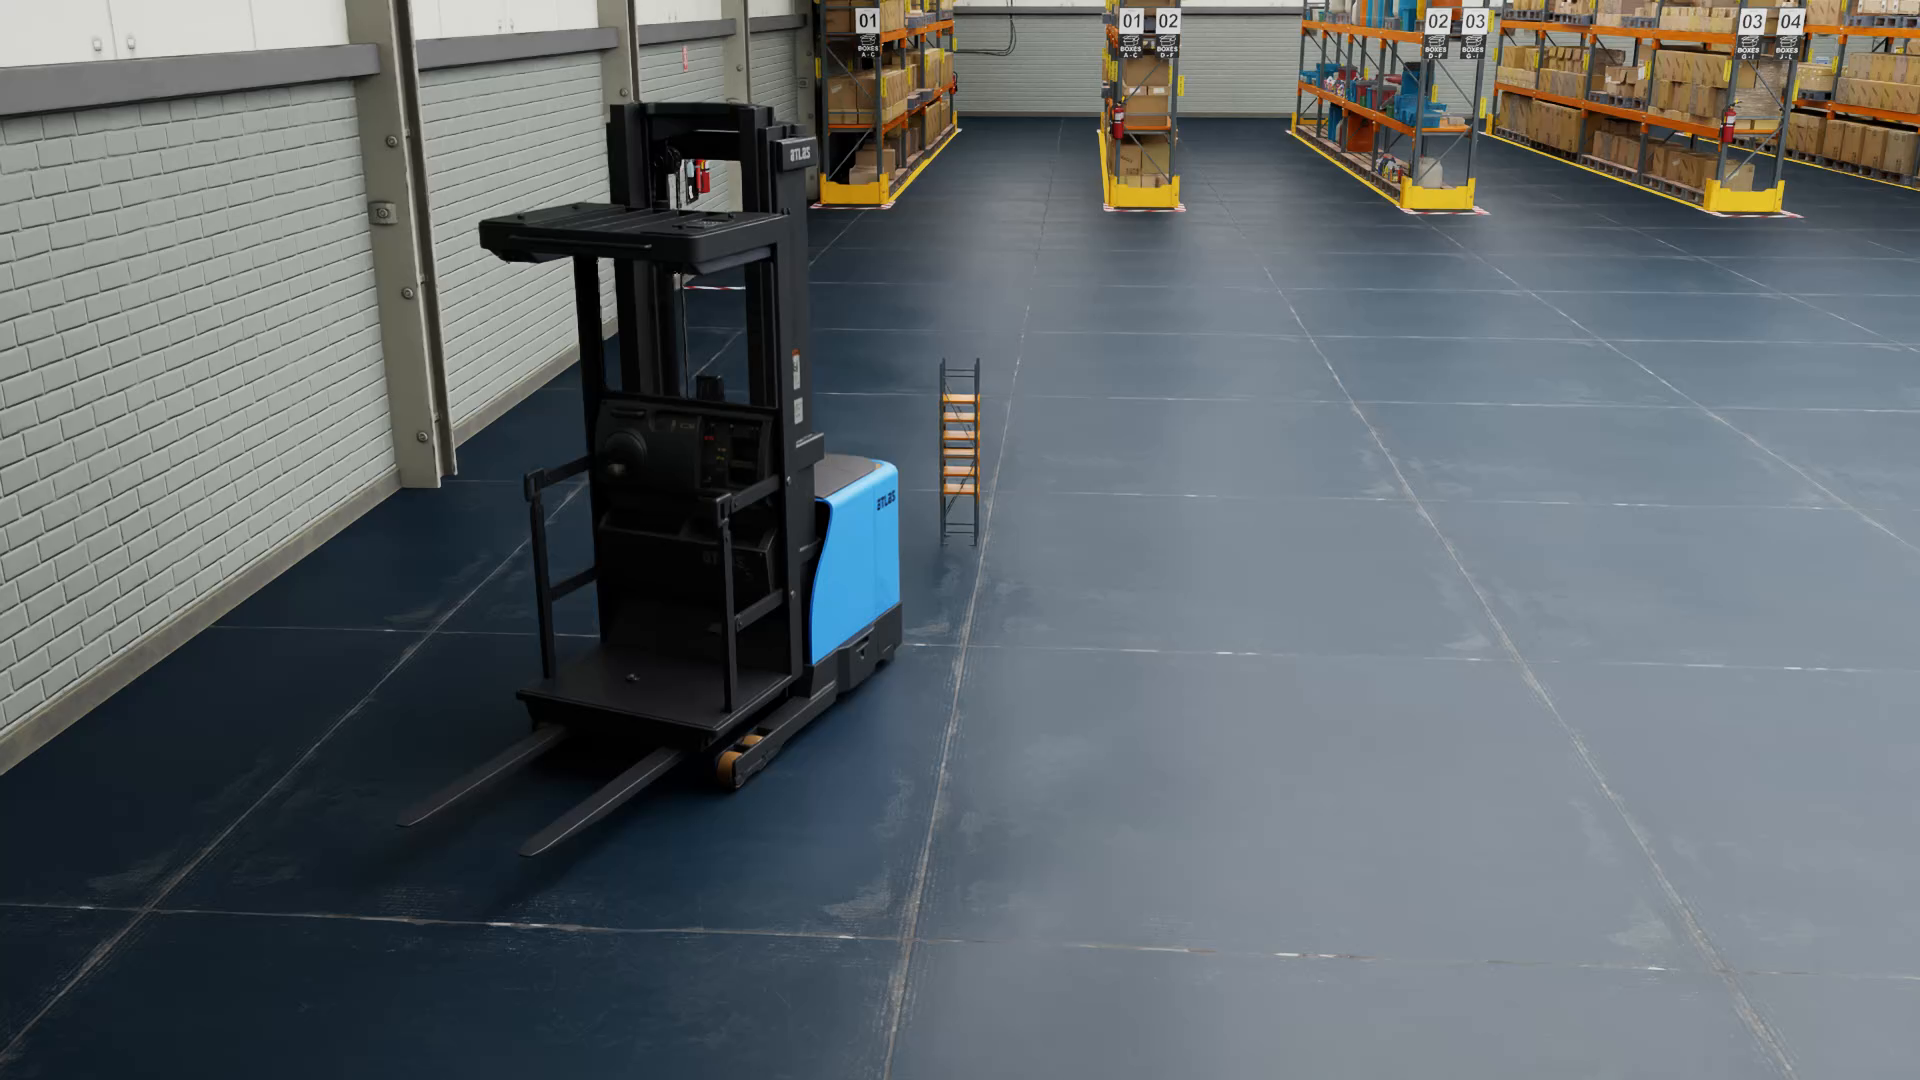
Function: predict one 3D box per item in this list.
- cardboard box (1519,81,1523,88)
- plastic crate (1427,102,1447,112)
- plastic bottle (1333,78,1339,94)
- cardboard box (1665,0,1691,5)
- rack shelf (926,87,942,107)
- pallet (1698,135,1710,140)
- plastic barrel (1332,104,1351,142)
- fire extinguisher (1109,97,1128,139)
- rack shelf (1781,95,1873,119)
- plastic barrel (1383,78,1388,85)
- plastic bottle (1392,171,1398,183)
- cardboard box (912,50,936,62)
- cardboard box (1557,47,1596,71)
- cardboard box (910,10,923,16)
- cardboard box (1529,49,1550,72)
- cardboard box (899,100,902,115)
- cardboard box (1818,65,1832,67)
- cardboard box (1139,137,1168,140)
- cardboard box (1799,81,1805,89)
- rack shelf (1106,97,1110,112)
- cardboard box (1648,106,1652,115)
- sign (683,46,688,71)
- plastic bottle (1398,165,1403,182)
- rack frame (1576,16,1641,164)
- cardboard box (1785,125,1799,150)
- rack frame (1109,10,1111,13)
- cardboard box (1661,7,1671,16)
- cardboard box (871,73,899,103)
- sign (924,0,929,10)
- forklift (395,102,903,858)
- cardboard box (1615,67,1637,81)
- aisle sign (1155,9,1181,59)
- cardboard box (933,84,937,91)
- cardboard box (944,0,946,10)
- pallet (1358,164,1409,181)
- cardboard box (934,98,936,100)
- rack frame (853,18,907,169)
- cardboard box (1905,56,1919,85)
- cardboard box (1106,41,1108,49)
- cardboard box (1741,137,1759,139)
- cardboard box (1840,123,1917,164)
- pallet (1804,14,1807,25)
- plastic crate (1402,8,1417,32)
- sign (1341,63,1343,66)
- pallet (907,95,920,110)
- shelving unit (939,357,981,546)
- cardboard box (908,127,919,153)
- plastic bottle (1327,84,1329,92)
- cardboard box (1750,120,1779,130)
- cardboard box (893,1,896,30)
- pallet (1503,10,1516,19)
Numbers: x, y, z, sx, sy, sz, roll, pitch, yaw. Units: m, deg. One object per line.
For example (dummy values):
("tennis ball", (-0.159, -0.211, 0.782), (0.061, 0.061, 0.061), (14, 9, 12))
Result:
("cardboard box", (13.625, -10.919, 39.833), (0.380, 0.149, 0.250), (2, 18, 5))
("plastic crate", (8.534, -7.822, 30.217), (0.499, 0.251, 0.616), (1, 18, 4))
("plastic bottle", (8.391, -10.099, 37.006), (0.144, 0.351, 0.185), (1, 18, 4))
("cardboard box", (13.416, -9.950, 30.815), (0.797, 0.503, 0.637), (0, 18, 1))
("rack shelf", (-1.109, -9.986, 37.736), (1.077, 0.370, 4.000), (1, 18, 4))
("pallet", (18.984, -10.117, 41.459), (1.003, 0.211, 1.213), (1, 18, 4))
("plastic barrel", (8.810, -9.541, 37.920), (0.600, 0.901, 0.708), (1, 18, 4))
("fire extinguisher", (2.644, -7.049, 27.743), (0.296, 0.674, 0.183), (1, 18, 4))
("rack shelf", (18.653, -9.512, 36.290), (1.077, 0.370, 4.000), (1, 18, 4))
("plastic barrel", (8.739, -9.083, 33.647), (0.421, 0.512, 0.421), (0, 18, 0))
("plastic bottle", (7.751, -6.460, 29.608), (0.097, 0.201, 0.097), (0, 18, 0))
("cardboard box", (-0.826, -11.036, 37.910), (0.500, 0.250, 0.500), (2, 18, 5))
("cardboard box", (13.758, -10.730, 37.080), (0.797, 0.503, 0.637), (1, 18, 5))
("cardboard box", (-1.034, -10.869, 34.571), (0.500, 0.311, 0.500), (1, 18, 4))
("cardboard box", (13.623, -11.192, 38.821), (0.500, 0.500, 0.500), (2, 18, 5))
("cardboard box", (-1.335, -7.937, 30.538), (0.500, 0.250, 0.500), (1, 18, 4))
("cardboard box", (18.850, -10.220, 36.070), (0.380, 0.149, 0.250), (1, 18, 3))
("cardboard box", (3.486, -6.989, 29.972), (0.500, 0.500, 0.500), (1, 18, 4))
("cardboard box", (18.146, -9.710, 35.470), (0.380, 0.149, 0.250), (1, 18, 3))
("rack shelf", (3.833, -9.876, 37.402), (1.077, 0.370, 4.000), (1, 18, 4))
("cardboard box", (12.968, -7.953, 30.780), (0.380, 0.149, 0.250), (1, 18, 4))
("sign", (-3.383, -5.930, 20.479), (0.001, 0.298, 0.199), (1, 18, 4))
("plastic bottle", (7.902, -6.574, 29.826), (0.061, 0.283, 0.133), (1, 18, 4))
("rack frame", (13.570, -9.375, 34.716), (1.000, 3.000, 0.127), (1, 18, 4))
("cardboard box", (18.359, -8.780, 36.242), (0.500, 0.500, 0.500), (0, 18, 1))
("rack frame", (3.976, -13.690, 38.251), (1.000, 3.000, 0.127), (1, 18, 4))
("cardboard box", (12.952, -9.582, 30.132), (0.380, 0.149, 0.250), (1, 18, 2))
("cardboard box", (-1.378, -8.132, 29.928), (0.500, 0.500, 0.500), (2, 18, 6))
("sign", (-0.711, -11.365, 35.142), (0.100, 0.325, 0.005), (1, 18, 4))
("forklift", (-1.367, -0.424, 7.511), (1.130, 2.935, 3.031), (8, 20, 22))
("cardboard box", (13.631, -9.277, 33.584), (0.700, 0.500, 0.500), (4, 19, 12))
("aisle sign", (3.417, -8.320, 27.323), (0.394, 0.787, 0.004), (1, 18, 4))
("cardboard box", (-0.725, -10.486, 38.478), (0.380, 0.149, 0.250), (1, 18, 4))
("cardboard box", (-0.602, -12.917, 40.114), (0.500, 0.250, 0.500), (1, 18, 3))
("pallet", (8.360, -7.163, 32.443), (1.003, 0.211, 1.213), (1, 18, 4))
("cardboard box", (-0.819, -11.335, 42.995), (0.380, 0.149, 0.250), (1, 18, 4))
("rack frame", (-1.539, -8.464, 31.937), (1.000, 3.000, 0.127), (1, 18, 4))
("cardboard box", (18.288, -8.827, 31.278), (0.700, 0.500, 0.500), (1, 18, 3))
("cardboard box", (3.897, -12.154, 41.433), (0.500, 0.500, 0.500), (2, 18, 5))
("cardboard box", (18.485, -9.449, 38.847), (0.380, 0.149, 0.250), (2, 18, 5))
("cardboard box", (18.317, -7.904, 33.167), (1.050, 0.750, 0.750), (2, 18, 5))
("pallet", (18.575, -11.299, 36.074), (1.213, 0.211, 1.003), (1, 18, 4))
("plastic crate", (7.893, -9.017, 28.834), (0.392, 0.384, 0.575), (1, 18, 4))
("sign", (9.753, -12.040, 42.588), (0.100, 0.325, 0.005), (1, 18, 4))
("pallet", (-1.339, -8.607, 32.681), (1.003, 0.211, 1.213), (1, 18, 4))
("shelving unit", (-0.001, -0.566, 10.722), (0.258, 1.200, 0.189), (1, 18, 4))
("cardboard box", (-1.252, -8.503, 35.363), (0.700, 0.500, 0.500), (2, 18, 5))
("plastic bottle", (8.434, -10.319, 37.916), (0.097, 0.201, 0.097), (0, 18, 0))
("cardboard box", (13.255, -6.854, 27.426), (0.380, 0.149, 0.250), (1, 18, 4))
("cardboard box", (-1.428, -9.297, 29.468), (0.500, 0.500, 0.500), (2, 18, 7))
("pallet", (14.101, -13.012, 41.141), (1.003, 0.211, 1.213), (1, 18, 4))
